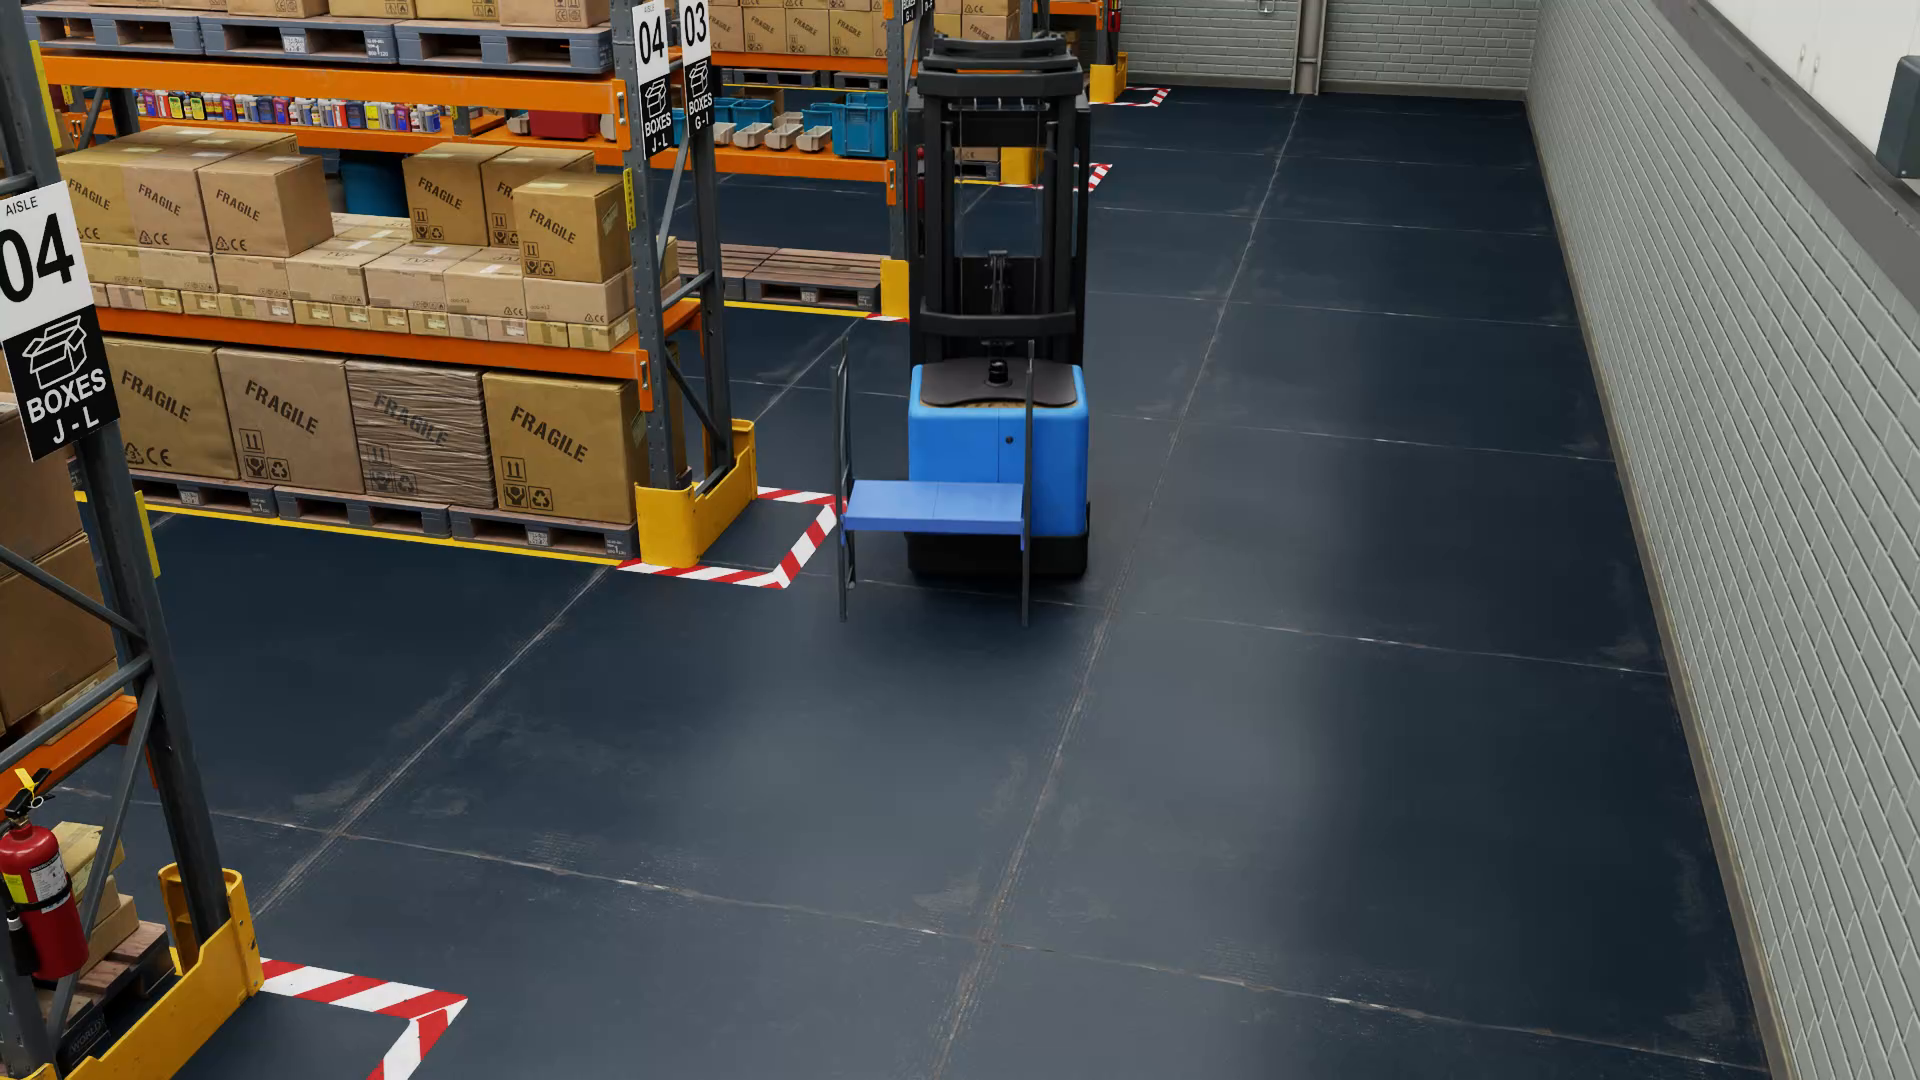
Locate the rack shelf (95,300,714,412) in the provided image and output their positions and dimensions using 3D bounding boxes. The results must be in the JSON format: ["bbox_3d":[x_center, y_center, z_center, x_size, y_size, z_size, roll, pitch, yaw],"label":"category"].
[{"bbox_3d":[-3.577,-1.331,10.394,4.000,0.370,1.077,6,26,13],"label":"rack shelf"}]

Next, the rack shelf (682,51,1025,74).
[{"bbox_3d":[-1.107,-5.455,19.056,4.000,0.370,1.077,6,26,13],"label":"rack shelf"}]

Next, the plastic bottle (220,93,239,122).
[{"bbox_3d":[-6.709,-3.984,15.265,0.133,0.283,0.061,6,26,13],"label":"plastic bottle"}]

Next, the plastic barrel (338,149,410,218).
[{"bbox_3d":[-5.489,-3.316,15.677,0.708,0.901,0.600,6,26,13],"label":"plastic barrel"}]

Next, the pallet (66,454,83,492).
[{"bbox_3d":[-6.281,-0.663,11.396,1.213,0.211,1.003,6,26,13],"label":"pallet"}]

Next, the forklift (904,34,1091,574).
[{"bbox_3d":[0.229,-1.714,10.440,1.130,2.935,3.031,0,25,0],"label":"forklift"}]

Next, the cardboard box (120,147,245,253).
[{"bbox_3d":[-4.639,-2.062,10.047,0.500,0.500,0.500,6,26,13],"label":"cardboard box"}]

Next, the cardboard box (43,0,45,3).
[{"bbox_3d":[-11.735,-6.994,21.336,0.500,0.500,0.700,6,26,12],"label":"cardboard box"}]

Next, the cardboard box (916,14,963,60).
[{"bbox_3d":[-0.175,-5.600,18.406,0.500,0.500,0.500,7,26,13],"label":"cardboard box"}]

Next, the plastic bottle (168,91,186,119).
[{"bbox_3d":[-7.250,-4.044,15.391,0.133,0.283,0.061,6,26,13],"label":"plastic bottle"}]

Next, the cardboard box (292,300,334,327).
[{"bbox_3d":[-3.801,-1.421,10.037,0.250,0.149,0.380,6,26,11],"label":"cardboard box"}]

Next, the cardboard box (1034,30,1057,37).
[{"bbox_3d":[1.188,-6.954,23.031,0.250,0.149,0.380,6,26,12],"label":"cardboard box"}]

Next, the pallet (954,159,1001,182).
[{"bbox_3d":[-0.016,-4.400,19.246,1.213,0.211,1.003,6,26,13],"label":"pallet"}]

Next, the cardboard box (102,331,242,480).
[{"bbox_3d":[-4.895,-0.997,10.837,0.875,0.875,0.875,6,26,13],"label":"cardboard box"}]

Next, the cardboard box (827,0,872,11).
[{"bbox_3d":[-1.159,-6.158,18.415,0.500,0.500,0.500,7,26,15],"label":"cardboard box"}]

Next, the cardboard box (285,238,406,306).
[{"bbox_3d":[-3.665,-1.613,9.977,0.500,0.250,0.500,6,26,13],"label":"cardboard box"}]

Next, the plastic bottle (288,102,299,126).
[{"bbox_3d":[-6.059,-3.884,15.149,0.097,0.201,0.097,0,25,0],"label":"plastic bottle"}]

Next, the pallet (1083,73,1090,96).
[{"bbox_3d":[1.267,-6.423,23.495,1.213,0.211,1.003,6,26,13],"label":"pallet"}]

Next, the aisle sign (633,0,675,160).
[{"bbox_3d":[-1.646,-2.483,8.952,0.004,0.787,0.394,6,26,13],"label":"aisle sign"}]

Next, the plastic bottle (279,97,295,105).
[{"bbox_3d":[-6.407,-4.240,15.802,0.133,0.283,0.061,6,26,13],"label":"plastic bottle"}]

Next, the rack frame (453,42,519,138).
[{"bbox_3d":[-4.281,-3.932,15.020,0.127,3.000,1.000,6,26,13],"label":"rack frame"}]

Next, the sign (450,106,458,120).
[{"bbox_3d":[-4.420,-3.829,14.480,0.005,0.325,0.100,6,26,13],"label":"sign"}]

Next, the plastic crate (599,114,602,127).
[{"bbox_3d":[-3.130,-3.827,15.050,0.590,0.125,0.437,6,26,13],"label":"plastic crate"}]

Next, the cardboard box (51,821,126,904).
[{"bbox_3d":[-3.396,1.243,6.285,0.250,0.149,0.380,5,26,11],"label":"cardboard box"}]

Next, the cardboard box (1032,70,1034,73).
[{"bbox_3d":[0.873,-6.776,23.413,0.500,0.500,0.700,6,26,13],"label":"cardboard box"}]

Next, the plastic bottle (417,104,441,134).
[{"bbox_3d":[-4.743,-3.784,14.853,0.135,0.276,0.152,6,26,13],"label":"plastic bottle"}]

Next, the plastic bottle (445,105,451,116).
[{"bbox_3d":[-4.775,-4.079,15.558,0.097,0.201,0.097,0,25,0],"label":"plastic bottle"}]

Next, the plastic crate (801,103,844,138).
[{"bbox_3d":[-1.202,-3.690,14.635,0.300,0.233,0.416,6,26,13],"label":"plastic crate"}]

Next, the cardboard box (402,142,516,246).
[{"bbox_3d":[-3.026,-2.118,10.164,0.500,0.500,0.500,6,26,12],"label":"cardboard box"}]

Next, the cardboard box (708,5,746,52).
[{"bbox_3d":[-2.618,-5.871,18.976,0.500,0.500,0.500,7,26,14],"label":"cardboard box"}]

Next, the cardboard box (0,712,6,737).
[{"bbox_3d":[-3.473,0.492,5.266,0.500,0.500,0.500,7,26,14],"label":"cardboard box"}]

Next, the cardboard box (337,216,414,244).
[{"bbox_3d":[-3.536,-1.834,10.442,0.500,0.250,0.500,6,26,12],"label":"cardboard box"}]

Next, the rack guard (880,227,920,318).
[{"bbox_3d":[-0.380,-2.378,14.664,0.348,0.500,1.175,6,26,13],"label":"rack guard"}]

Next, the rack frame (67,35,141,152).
[{"bbox_3d":[-5.514,-1.870,10.689,0.127,3.000,1.000,6,26,13],"label":"rack frame"}]

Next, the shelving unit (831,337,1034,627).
[{"bbox_3d":[-0.134,-0.312,9.159,1.048,1.500,0.538,1,26,3],"label":"shelving unit"}]

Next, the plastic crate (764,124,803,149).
[{"bbox_3d":[-1.519,-3.461,14.267,0.243,0.136,0.396,6,26,13],"label":"plastic crate"}]

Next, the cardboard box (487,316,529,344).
[{"bbox_3d":[-2.564,-1.284,9.750,0.250,0.149,0.380,6,26,13],"label":"cardboard box"}]

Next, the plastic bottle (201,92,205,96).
[{"bbox_3d":[-7.326,-4.361,16.151,0.097,0.201,0.097,0,25,0],"label":"plastic bottle"}]

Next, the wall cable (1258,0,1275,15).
[{"bbox_3d":[3.536,-8.344,23.105,1.851,1.984,0.084,6,26,13],"label":"wall cable"}]

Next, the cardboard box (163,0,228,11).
[{"bbox_3d":[-4.222,-3.386,9.663,0.500,0.500,0.700,8,27,16],"label":"cardboard box"}]

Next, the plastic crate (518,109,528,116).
[{"bbox_3d":[-3.744,-4.044,15.204,0.575,0.384,0.392,6,26,13],"label":"plastic crate"}]

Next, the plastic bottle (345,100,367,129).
[{"bbox_3d":[-5.432,-3.892,14.993,0.185,0.351,0.144,6,26,13],"label":"plastic bottle"}]

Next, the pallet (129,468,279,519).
[{"bbox_3d":[-4.797,-0.497,11.049,1.213,0.211,1.003,6,26,13],"label":"pallet"}]

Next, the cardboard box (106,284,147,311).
[{"bbox_3d":[-5.056,-1.559,10.327,0.250,0.149,0.380,5,26,11],"label":"cardboard box"}]

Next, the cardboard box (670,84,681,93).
[{"bbox_3d":[-3.451,-5.217,20.115,0.500,0.500,0.500,5,26,11],"label":"cardboard box"}]

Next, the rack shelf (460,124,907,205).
[{"bbox_3d":[-2.344,-3.393,14.725,4.000,0.370,1.077,6,26,13],"label":"rack shelf"}]
